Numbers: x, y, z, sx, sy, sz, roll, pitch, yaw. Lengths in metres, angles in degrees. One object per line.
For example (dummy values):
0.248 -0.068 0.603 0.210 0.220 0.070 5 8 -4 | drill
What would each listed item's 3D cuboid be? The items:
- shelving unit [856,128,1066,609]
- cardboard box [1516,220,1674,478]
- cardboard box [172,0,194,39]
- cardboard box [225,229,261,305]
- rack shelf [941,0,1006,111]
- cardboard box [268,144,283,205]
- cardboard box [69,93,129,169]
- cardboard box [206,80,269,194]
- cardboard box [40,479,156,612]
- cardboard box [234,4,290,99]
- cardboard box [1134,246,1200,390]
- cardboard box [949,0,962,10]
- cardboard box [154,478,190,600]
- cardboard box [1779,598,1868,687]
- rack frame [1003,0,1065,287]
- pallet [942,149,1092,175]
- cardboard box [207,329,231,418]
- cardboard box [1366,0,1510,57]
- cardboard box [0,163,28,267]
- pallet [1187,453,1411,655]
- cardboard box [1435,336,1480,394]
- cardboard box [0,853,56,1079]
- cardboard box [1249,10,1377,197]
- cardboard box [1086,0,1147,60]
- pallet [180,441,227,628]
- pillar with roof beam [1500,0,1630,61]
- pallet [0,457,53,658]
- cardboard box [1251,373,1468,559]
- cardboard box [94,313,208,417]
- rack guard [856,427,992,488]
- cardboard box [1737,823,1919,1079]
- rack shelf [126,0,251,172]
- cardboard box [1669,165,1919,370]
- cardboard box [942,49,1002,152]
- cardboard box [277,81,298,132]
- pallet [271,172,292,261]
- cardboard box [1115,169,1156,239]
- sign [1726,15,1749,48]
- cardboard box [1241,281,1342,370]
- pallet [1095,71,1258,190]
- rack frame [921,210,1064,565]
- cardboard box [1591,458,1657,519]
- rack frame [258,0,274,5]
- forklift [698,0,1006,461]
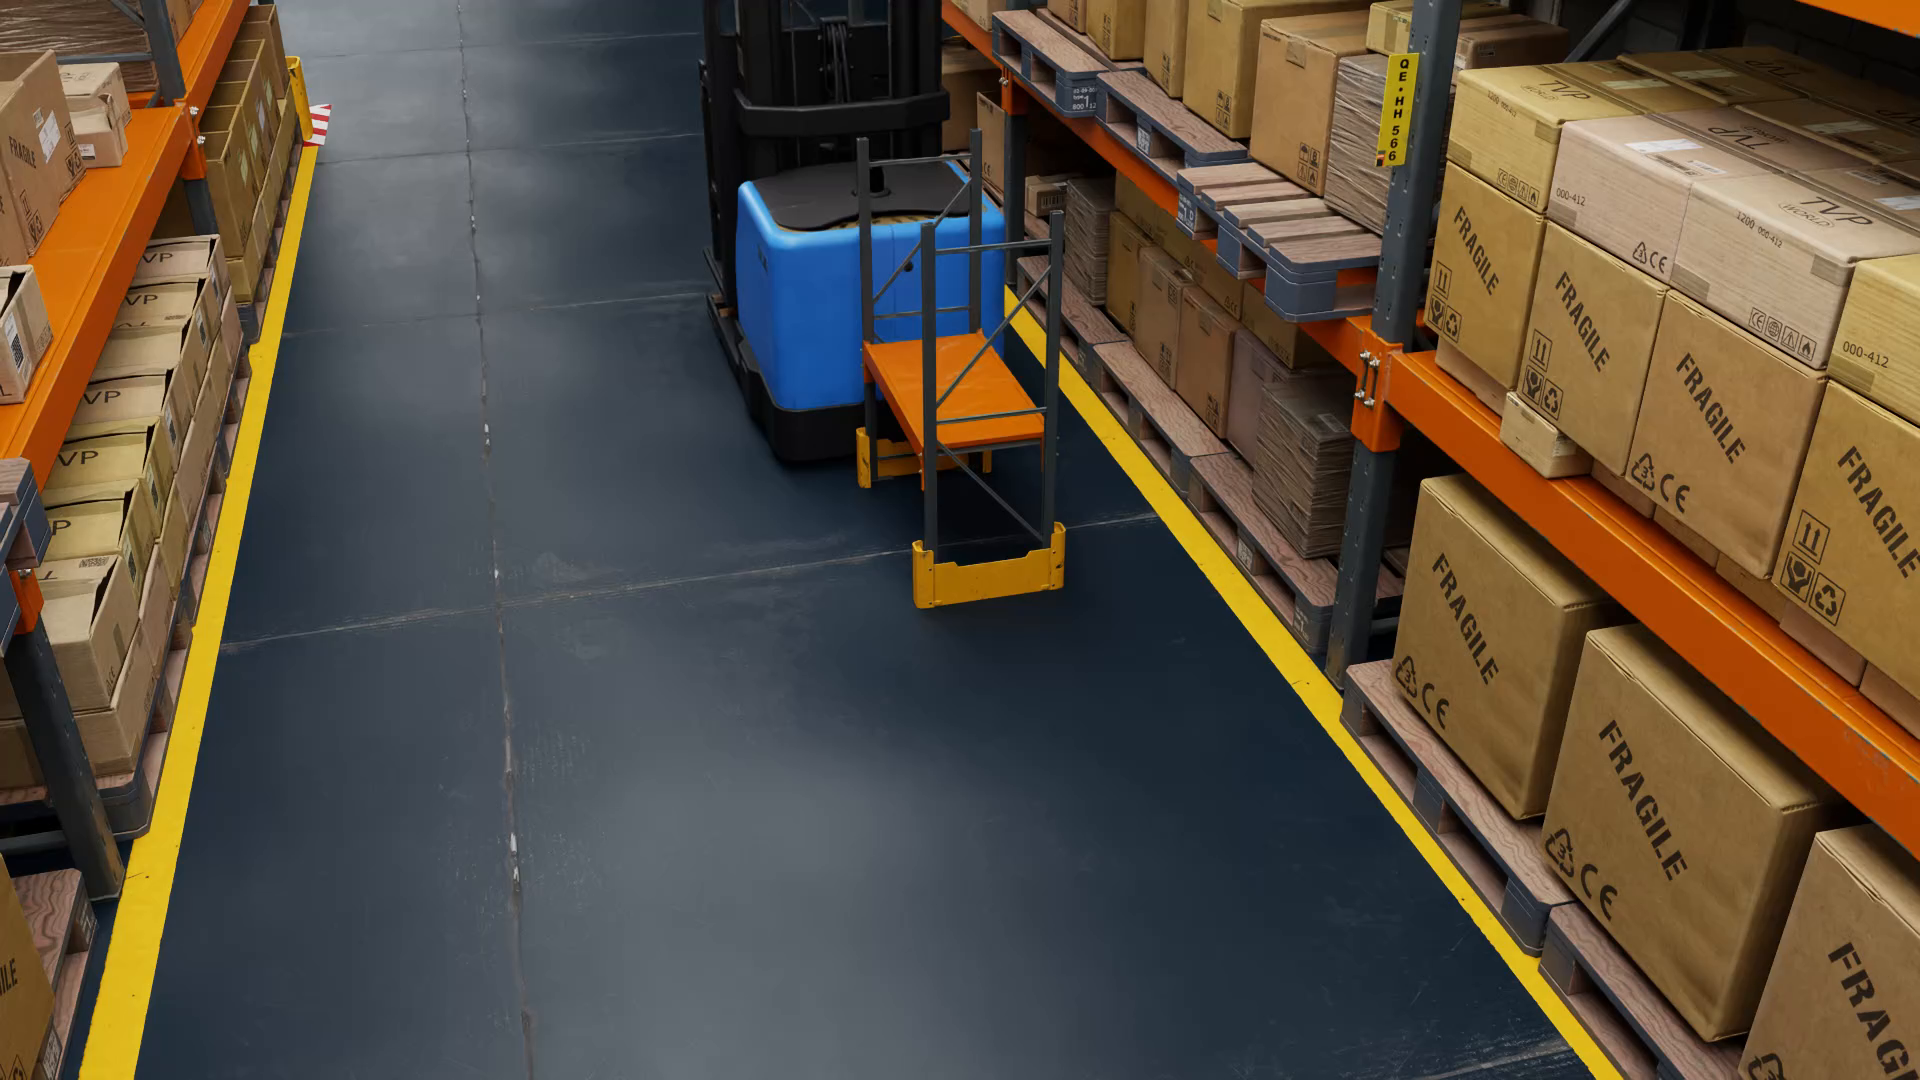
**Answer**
-0.020 -0.686 6.438 0.587 1.500 1.083 -8 31 -13 | shelving unit
1.807 -0.516 4.230 0.500 0.500 0.500 -7 31 -12 | cardboard box
-4.442 -2.883 8.637 0.700 0.500 0.500 -7 31 -13 | cardboard box
-3.873 -1.386 8.475 0.500 0.250 0.500 -8 31 -13 | cardboard box
0.202 -3.445 10.425 1.077 0.370 4.000 -8 31 -13 | rack shelf
-4.267 -2.111 9.728 0.500 0.250 0.500 -8 31 -13 | cardboard box
-3.632 -1.671 6.777 0.396 0.266 0.258 -9 31 -14 | cardboard box
-4.129 -2.194 9.124 0.500 0.500 0.500 -8 31 -13 | cardboard box
-2.984 0.023 5.481 0.500 0.311 0.500 -9 31 -15 | cardboard box
-4.675 -3.158 10.789 0.500 0.500 0.500 -8 31 -13 | cardboard box
1.226 -1.051 7.627 0.700 0.500 0.500 -8 31 -13 | cardboard box
0.191 -3.164 9.352 0.500 0.250 0.500 -8 31 -13 | cardboard box
-3.114 0.026 6.037 0.500 0.250 0.500 -9 31 -15 | cardboard box
2.076 0.171 3.691 0.380 0.149 0.250 -8 31 -13 | cardboard box
0.733 -2.790 8.576 1.000 3.000 0.127 -8 31 -13 | rack frame
0.193 -2.493 10.847 1.003 0.211 1.213 -8 31 -13 | pallet
-3.520 -0.715 7.317 0.500 0.250 0.500 -8 31 -14 | cardboard box
1.575 -1.689 5.486 0.380 0.149 0.250 -13 33 -22 | cardboard box
-3.441 -1.049 5.468 0.500 0.500 0.500 -10 31 -16 | cardboard box
1.589 -0.029 6.589 1.003 0.211 1.213 -8 31 -13 | pallet
1.659 -0.568 4.968 0.380 0.149 0.250 -8 31 -14 | cardboard box
-2.506 1.114 3.887 0.500 0.500 0.500 -7 31 -11 | cardboard box
1.486 -1.584 5.953 0.700 0.500 0.500 -11 32 -18 | cardboard box
0.977 -2.502 7.540 0.700 0.500 0.500 -5 30 -8 | cardboard box
-3.481 0.018 6.508 1.003 0.211 1.213 -8 31 -13 | pallet
-1.867 -3.625 4.030 9.100 9.000 0.400 -8 31 -13 | pillar with roof beam
-2.733 0.203 3.596 1.213 0.211 1.003 -8 31 -13 | pallet
1.553 -0.307 6.343 0.700 0.500 0.500 -7 31 -13 | cardboard box
-3.384 -0.715 6.756 0.500 0.311 0.500 -8 31 -13 | cardboard box
-0.152 -0.386 7.167 0.587 0.250 0.087 -8 31 -13 | rack guard
2.320 1.097 3.587 0.750 0.750 0.750 -7 31 -12 | cardboard box
-4.573 -2.784 9.284 1.077 0.370 4.000 -8 31 -13 | rack shelf
1.946 -0.609 3.643 0.500 0.250 0.500 -8 31 -13 | cardboard box
0.066 -2.848 10.732 0.700 0.500 0.500 -10 31 -16 | cardboard box
-4.677 -2.833 10.977 0.500 0.250 0.500 -8 31 -13 | cardboard box
-4.540 -1.903 9.826 1.003 0.211 1.213 -8 31 -13 | pallet
1.065 -1.658 7.927 0.500 0.250 0.500 -8 31 -14 | cardboard box
2.329 -1.435 5.078 0.100 0.325 0.005 -8 31 -13 | sign
1.462 -0.916 6.645 0.500 0.250 0.500 -7 31 -12 | cardboard box
1.230 -1.726 6.929 1.003 0.211 1.213 -8 31 -13 | pallet
0.112 -0.445 6.021 0.500 1.500 0.032 -8 31 -13 | rack frame
1.892 -0.201 4.333 0.380 0.149 0.250 -8 31 -14 | cardboard box
-5.104 -4.061 10.773 1.000 3.000 0.127 -8 31 -13 | rack frame
-0.690 -2.336 7.861 1.130 2.935 3.031 -8 31 -14 | forklift
